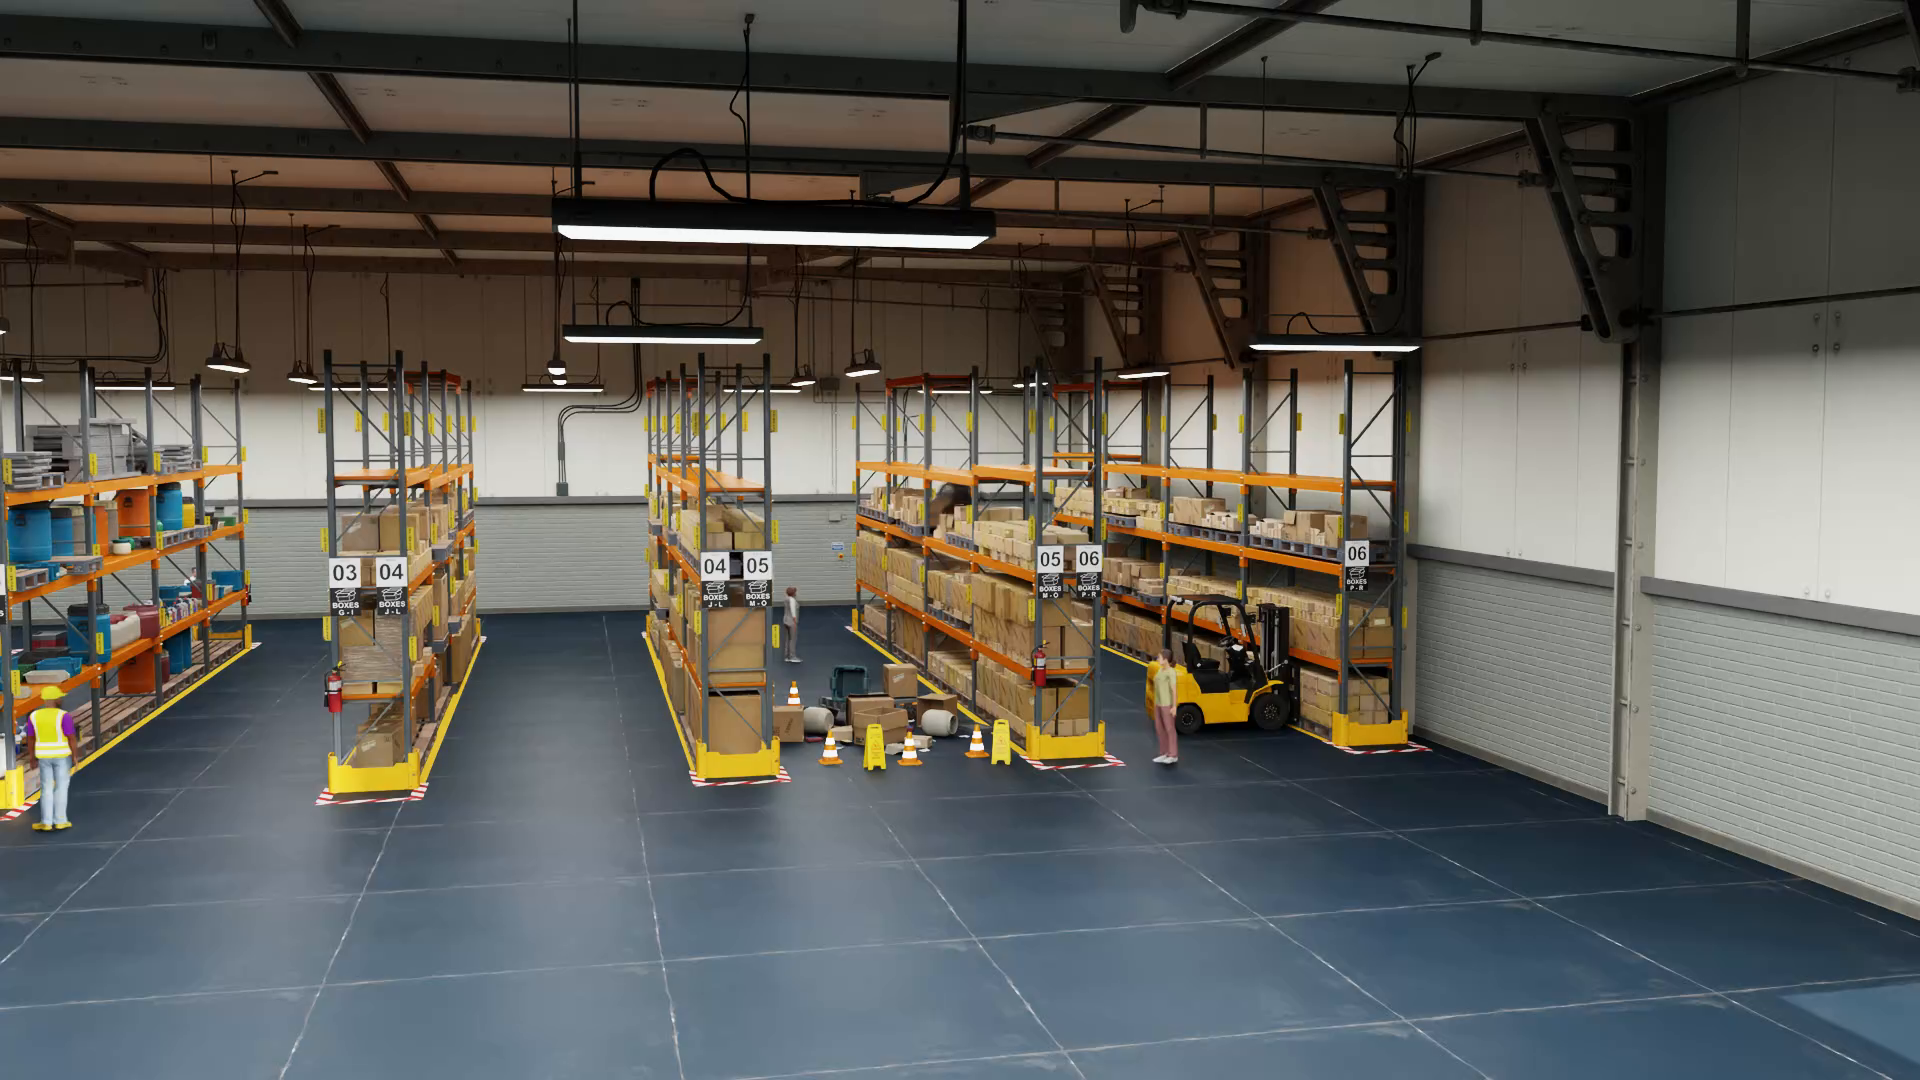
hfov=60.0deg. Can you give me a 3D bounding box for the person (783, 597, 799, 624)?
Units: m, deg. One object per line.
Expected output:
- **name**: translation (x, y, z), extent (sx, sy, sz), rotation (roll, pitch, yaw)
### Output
- **person**: translation (-3.546, 1.471, 34.936), extent (0.318, 0.567, 0.458), rotation (-2, 5, -30)

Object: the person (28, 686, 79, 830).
- **person**: translation (-11.204, 2.689, 20.556), extent (0.632, 1.780, 0.393), rotation (0, 4, -3)

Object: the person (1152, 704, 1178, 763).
- **person**: translation (3.060, 2.795, 24.624), extent (0.303, 1.044, 0.358), rotation (-2, 4, -26)

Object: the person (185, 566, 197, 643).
- **person**: translation (-17.507, 1.480, 38.195), extent (0.476, 1.783, 0.617), rotation (-3, 5, -41)
